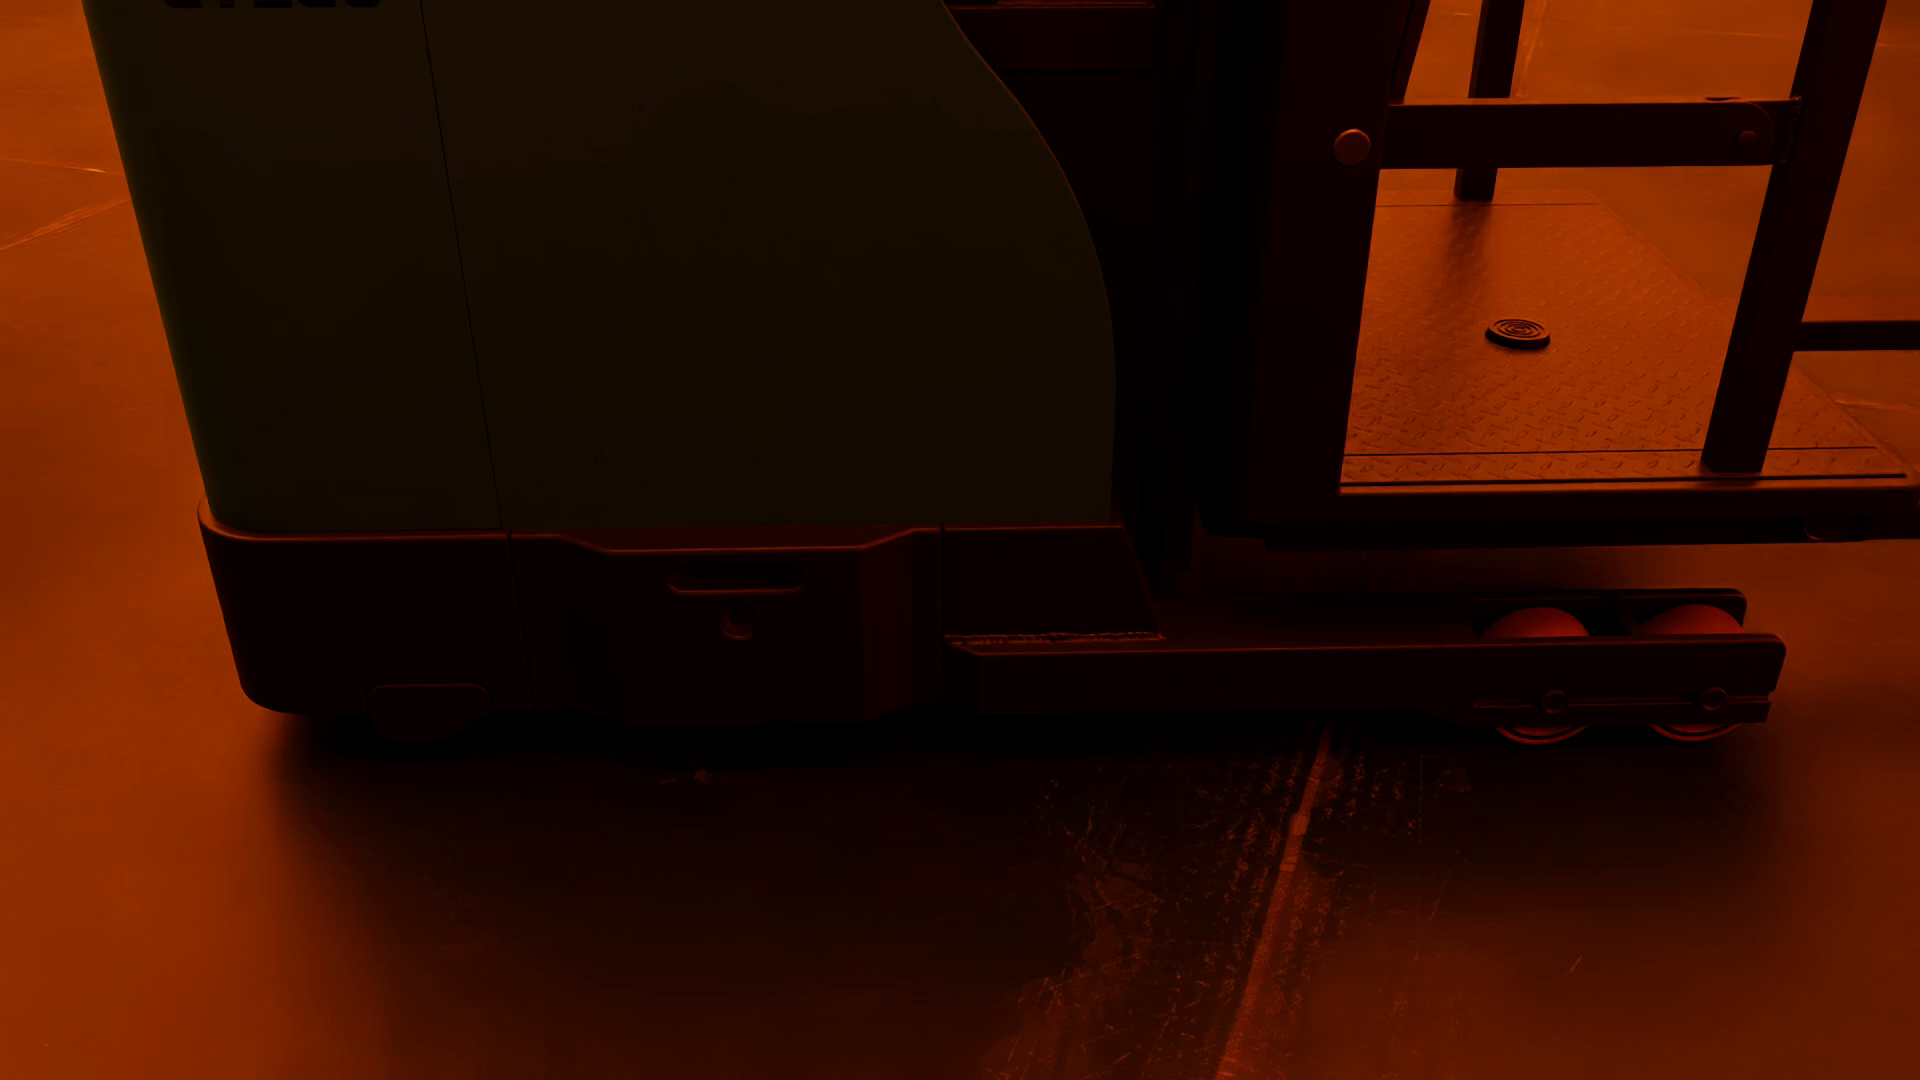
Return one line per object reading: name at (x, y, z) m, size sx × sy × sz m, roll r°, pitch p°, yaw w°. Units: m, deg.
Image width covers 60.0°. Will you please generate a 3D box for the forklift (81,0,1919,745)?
forklift at (0.608, -1.285, 1.795) m, size 3.031 × 2.935 × 1.130 m, roll -1°, pitch 30°, yaw -2°
